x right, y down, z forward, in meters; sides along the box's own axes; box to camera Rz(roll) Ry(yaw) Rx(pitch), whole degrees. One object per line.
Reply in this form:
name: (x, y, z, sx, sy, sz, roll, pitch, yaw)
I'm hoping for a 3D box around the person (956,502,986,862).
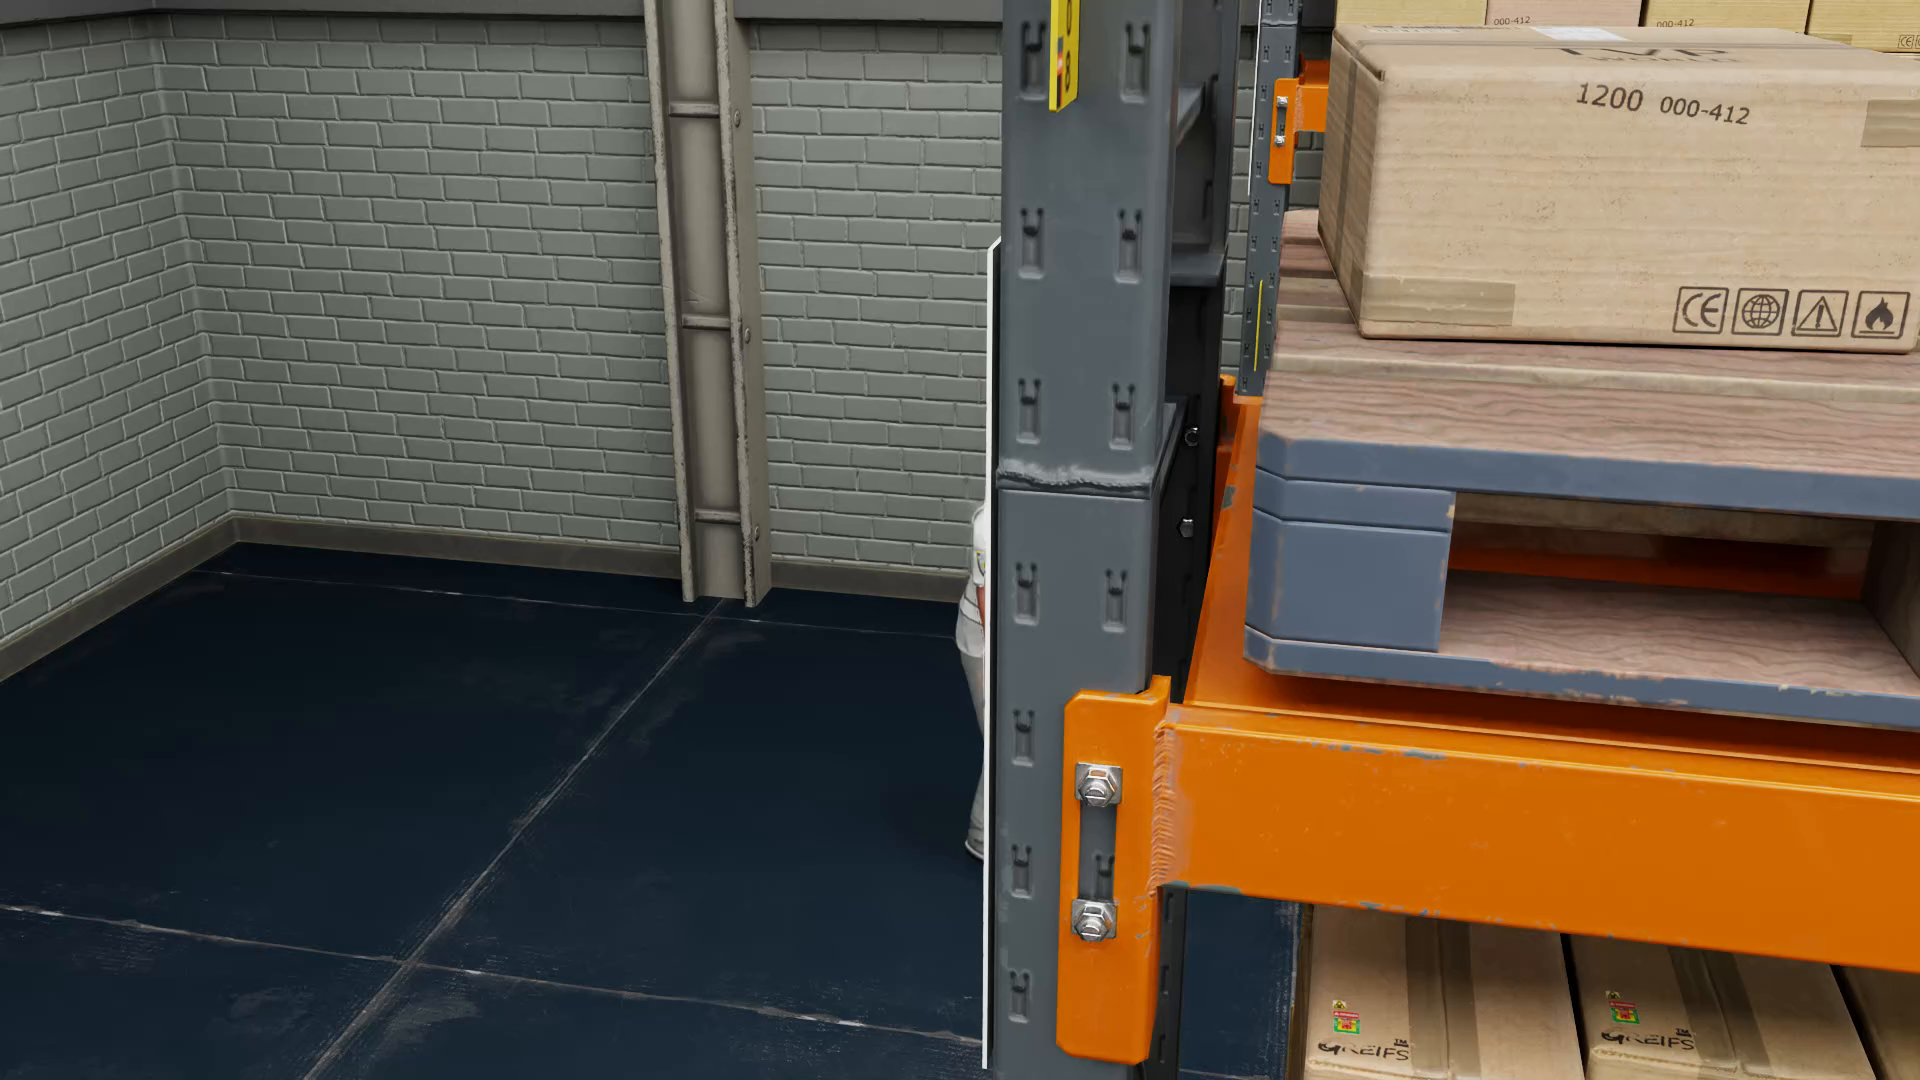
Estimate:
person: (0.273, 0.405, 6.146, 0.561, 1.690, 0.517, -19, 28, -39)
